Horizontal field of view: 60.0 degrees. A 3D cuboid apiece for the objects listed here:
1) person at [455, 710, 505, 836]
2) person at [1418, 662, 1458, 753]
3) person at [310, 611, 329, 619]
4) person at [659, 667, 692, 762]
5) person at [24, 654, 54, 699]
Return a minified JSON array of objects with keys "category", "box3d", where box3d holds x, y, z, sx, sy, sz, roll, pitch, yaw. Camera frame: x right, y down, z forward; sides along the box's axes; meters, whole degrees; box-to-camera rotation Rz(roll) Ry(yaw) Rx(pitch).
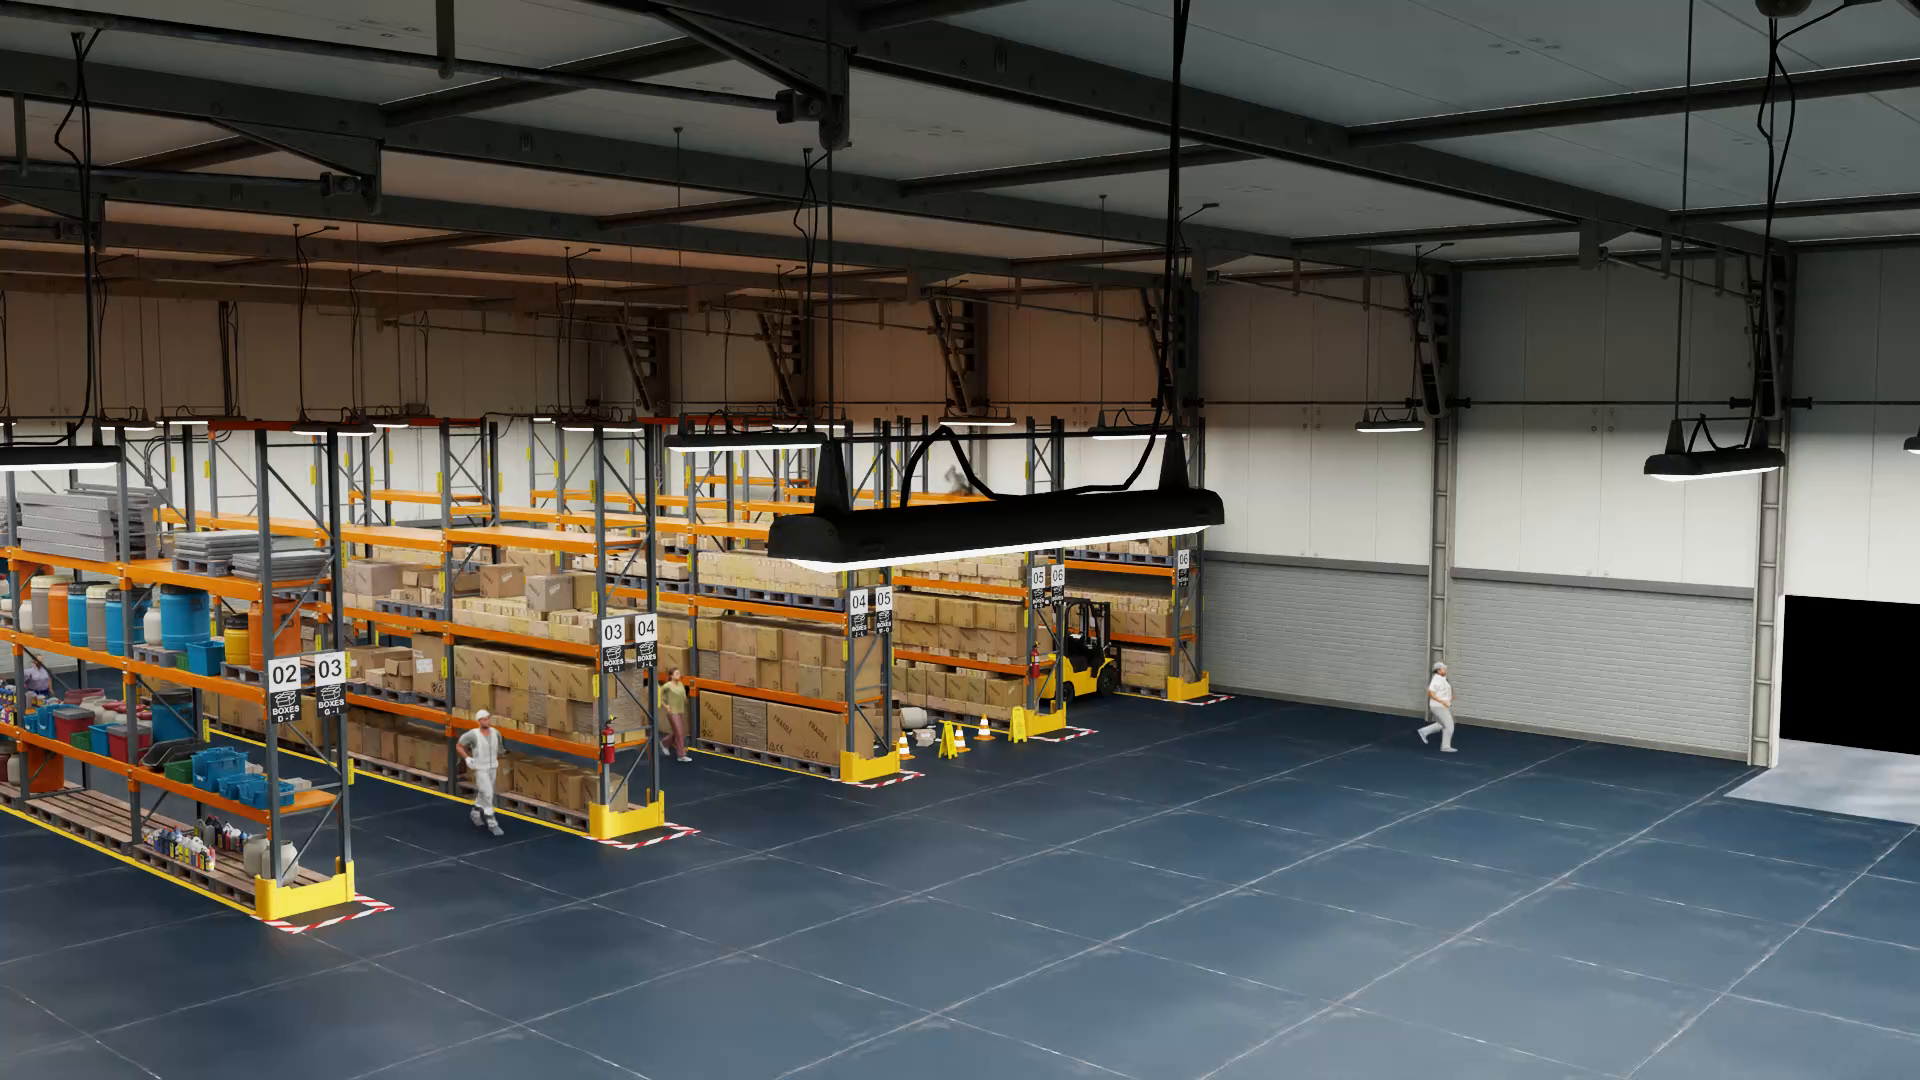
[{"category":"person","box3d":[-6.973,3.379,24.393,0.873,1.801,0.644,4,6,36]},{"category":"person","box3d":[8.674,3.017,30.140,0.707,1.624,0.615,2,5,23]},{"category":"person","box3d":[-15.046,2.272,38.707,0.766,1.677,0.593,4,6,42]},{"category":"person","box3d":[-5.034,3.061,29.337,0.803,1.655,0.597,3,6,33]},{"category":"person","box3d":[-17.451,2.941,31.410,0.587,1.606,0.595,3,5,29]}]
